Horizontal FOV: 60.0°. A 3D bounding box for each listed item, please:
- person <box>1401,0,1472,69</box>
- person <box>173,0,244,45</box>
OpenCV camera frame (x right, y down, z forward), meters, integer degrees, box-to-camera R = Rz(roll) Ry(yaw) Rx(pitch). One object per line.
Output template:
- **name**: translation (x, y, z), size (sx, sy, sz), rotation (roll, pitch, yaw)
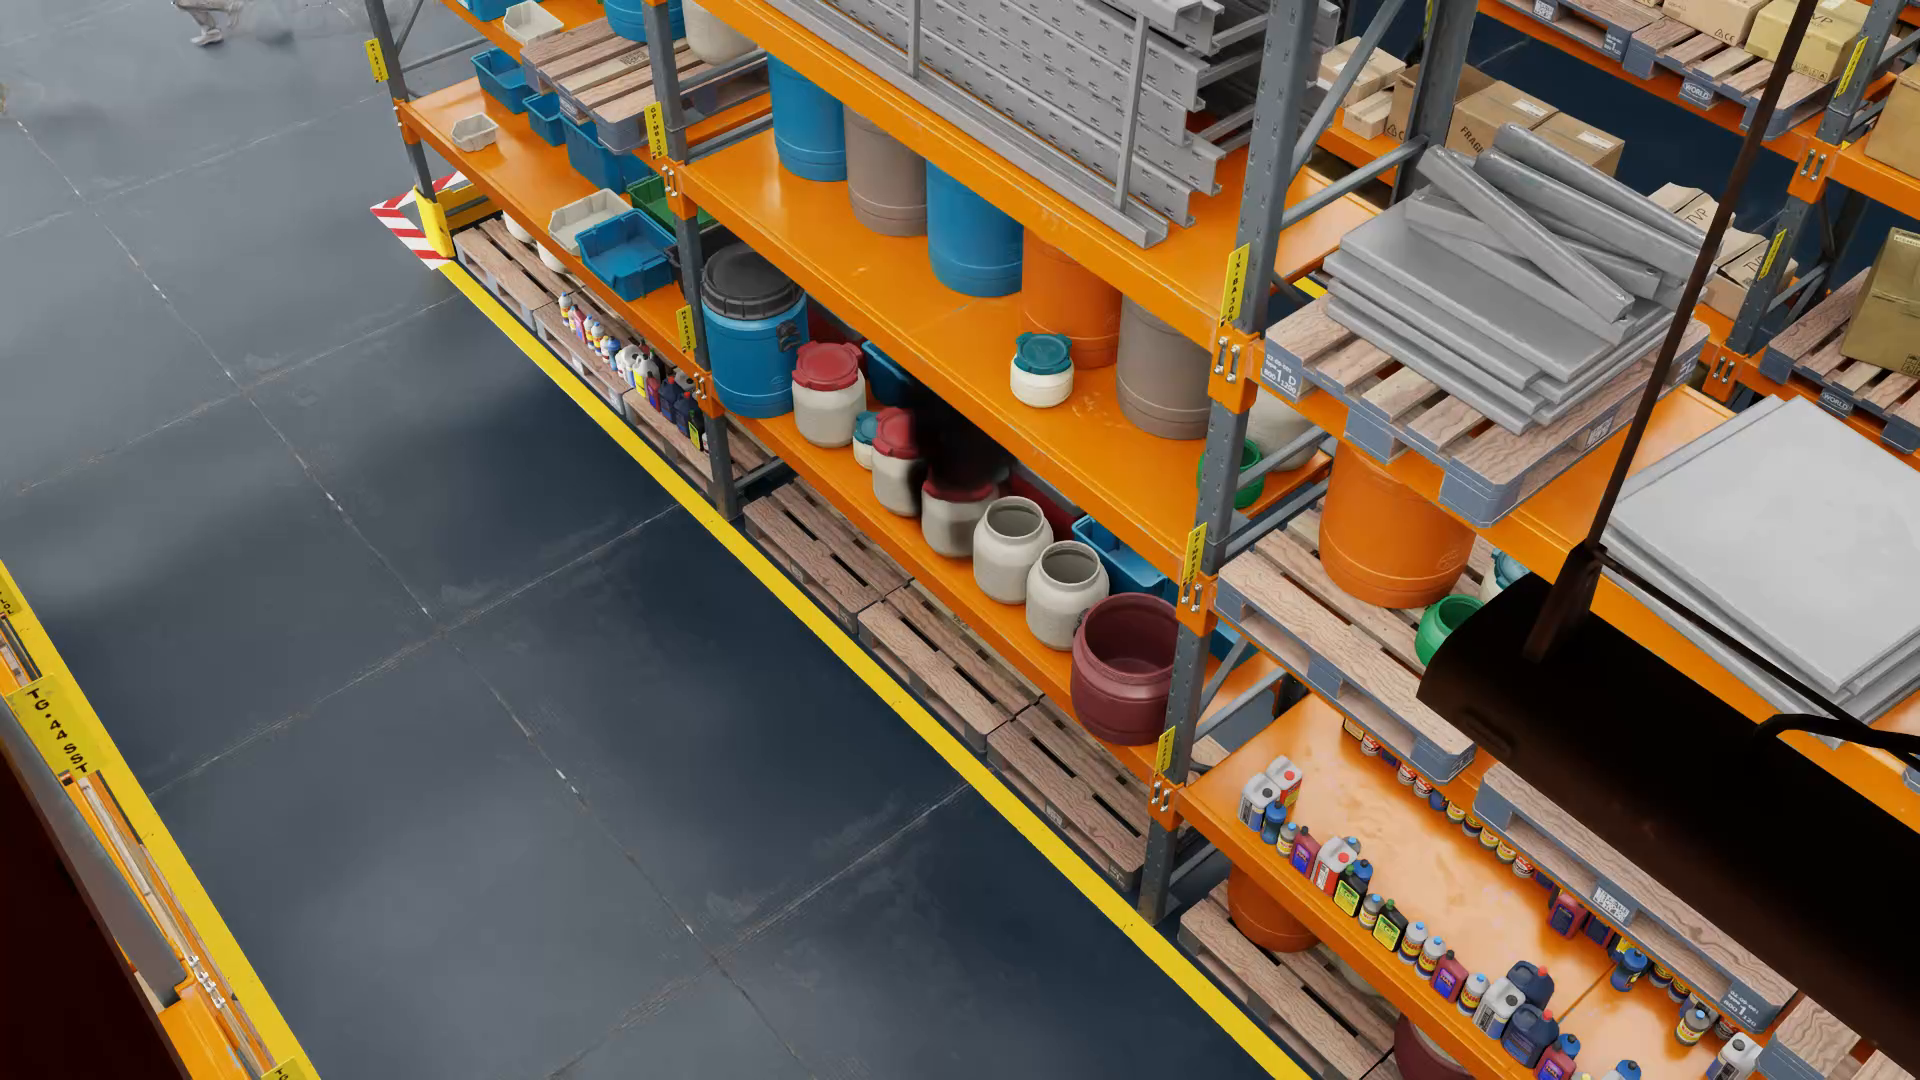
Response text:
- **person**: translation (3.972, -4.092, 13.664), size (0.672, 1.824, 0.762), rotation (-30, 53, -25)
- **person**: translation (-6.821, -5.185, 14.728), size (0.644, 1.752, 0.707), rotation (-5, 47, -5)
